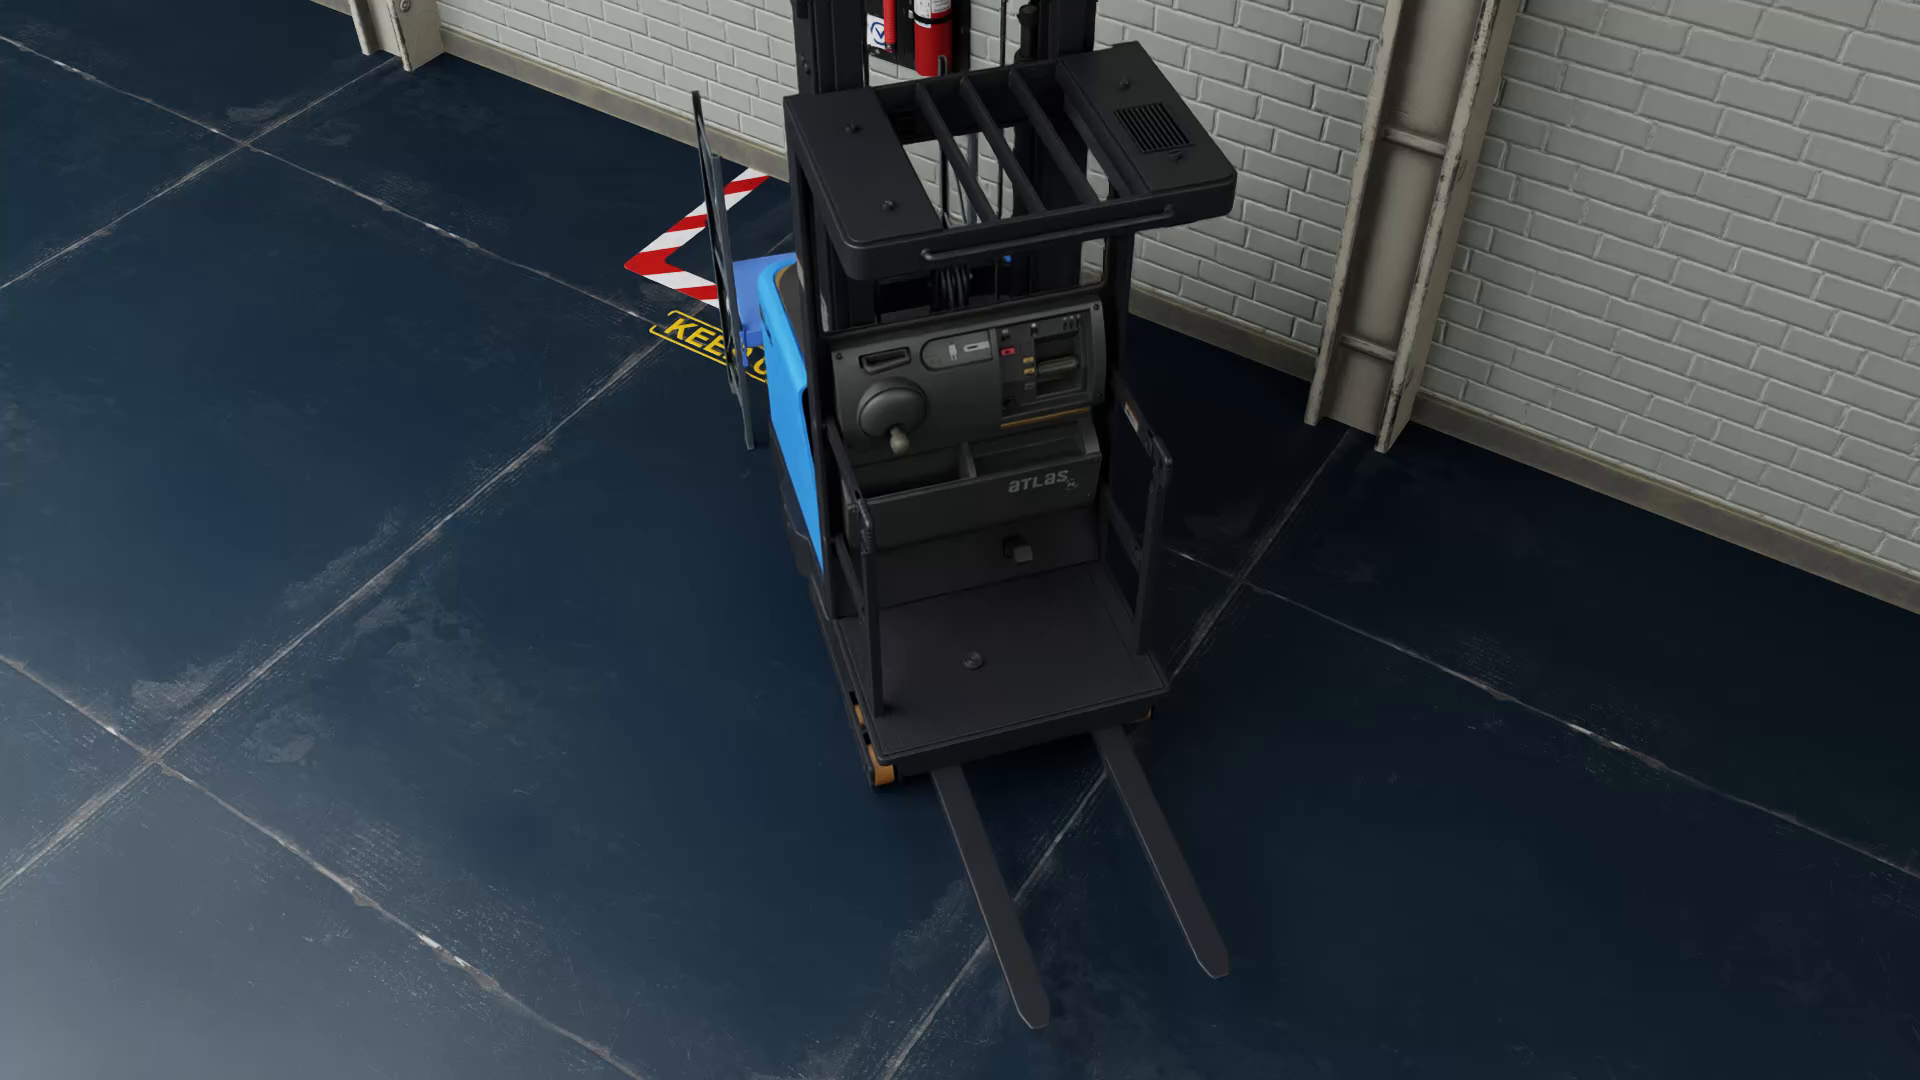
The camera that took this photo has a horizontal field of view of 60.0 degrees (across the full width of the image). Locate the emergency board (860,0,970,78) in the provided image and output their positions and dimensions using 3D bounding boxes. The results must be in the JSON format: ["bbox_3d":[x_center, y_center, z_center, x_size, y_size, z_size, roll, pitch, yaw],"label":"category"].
[{"bbox_3d":[-0.265,-2.574,7.382,0.643,1.169,0.194,25,51,22],"label":"emergency board"}]

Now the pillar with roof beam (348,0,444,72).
[{"bbox_3d":[-5.580,-3.409,4.010,0.400,9.000,9.100,25,51,22],"label":"pillar with roof beam"}]

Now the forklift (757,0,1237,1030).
[{"bbox_3d":[0.103,-0.448,5.363,1.130,2.935,3.031,-12,47,-12],"label":"forklift"}]

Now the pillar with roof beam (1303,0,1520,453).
[{"bbox_3d":[-0.529,-1.086,1.753,0.400,9.000,9.100,25,51,22],"label":"pillar with roof beam"}]

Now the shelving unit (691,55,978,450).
[{"bbox_3d":[-0.500,-1.193,7.085,1.048,1.500,0.538,-11,47,-11],"label":"shelving unit"}]

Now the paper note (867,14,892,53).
[{"bbox_3d":[-0.376,-2.377,7.805,0.142,0.148,0.016,25,51,22],"label":"paper note"}]

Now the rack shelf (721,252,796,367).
[{"bbox_3d":[-0.500,-1.067,7.214,1.000,0.185,0.538,-11,47,-11],"label":"rack shelf"}]

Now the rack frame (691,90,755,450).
[{"bbox_3d":[-0.990,-1.095,6.990,0.032,1.500,0.500,-11,47,-11],"label":"rack frame"}]

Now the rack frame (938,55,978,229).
[{"bbox_3d":[-0.011,-1.291,7.180,0.032,1.500,0.500,-11,47,-11],"label":"rack frame"}]
